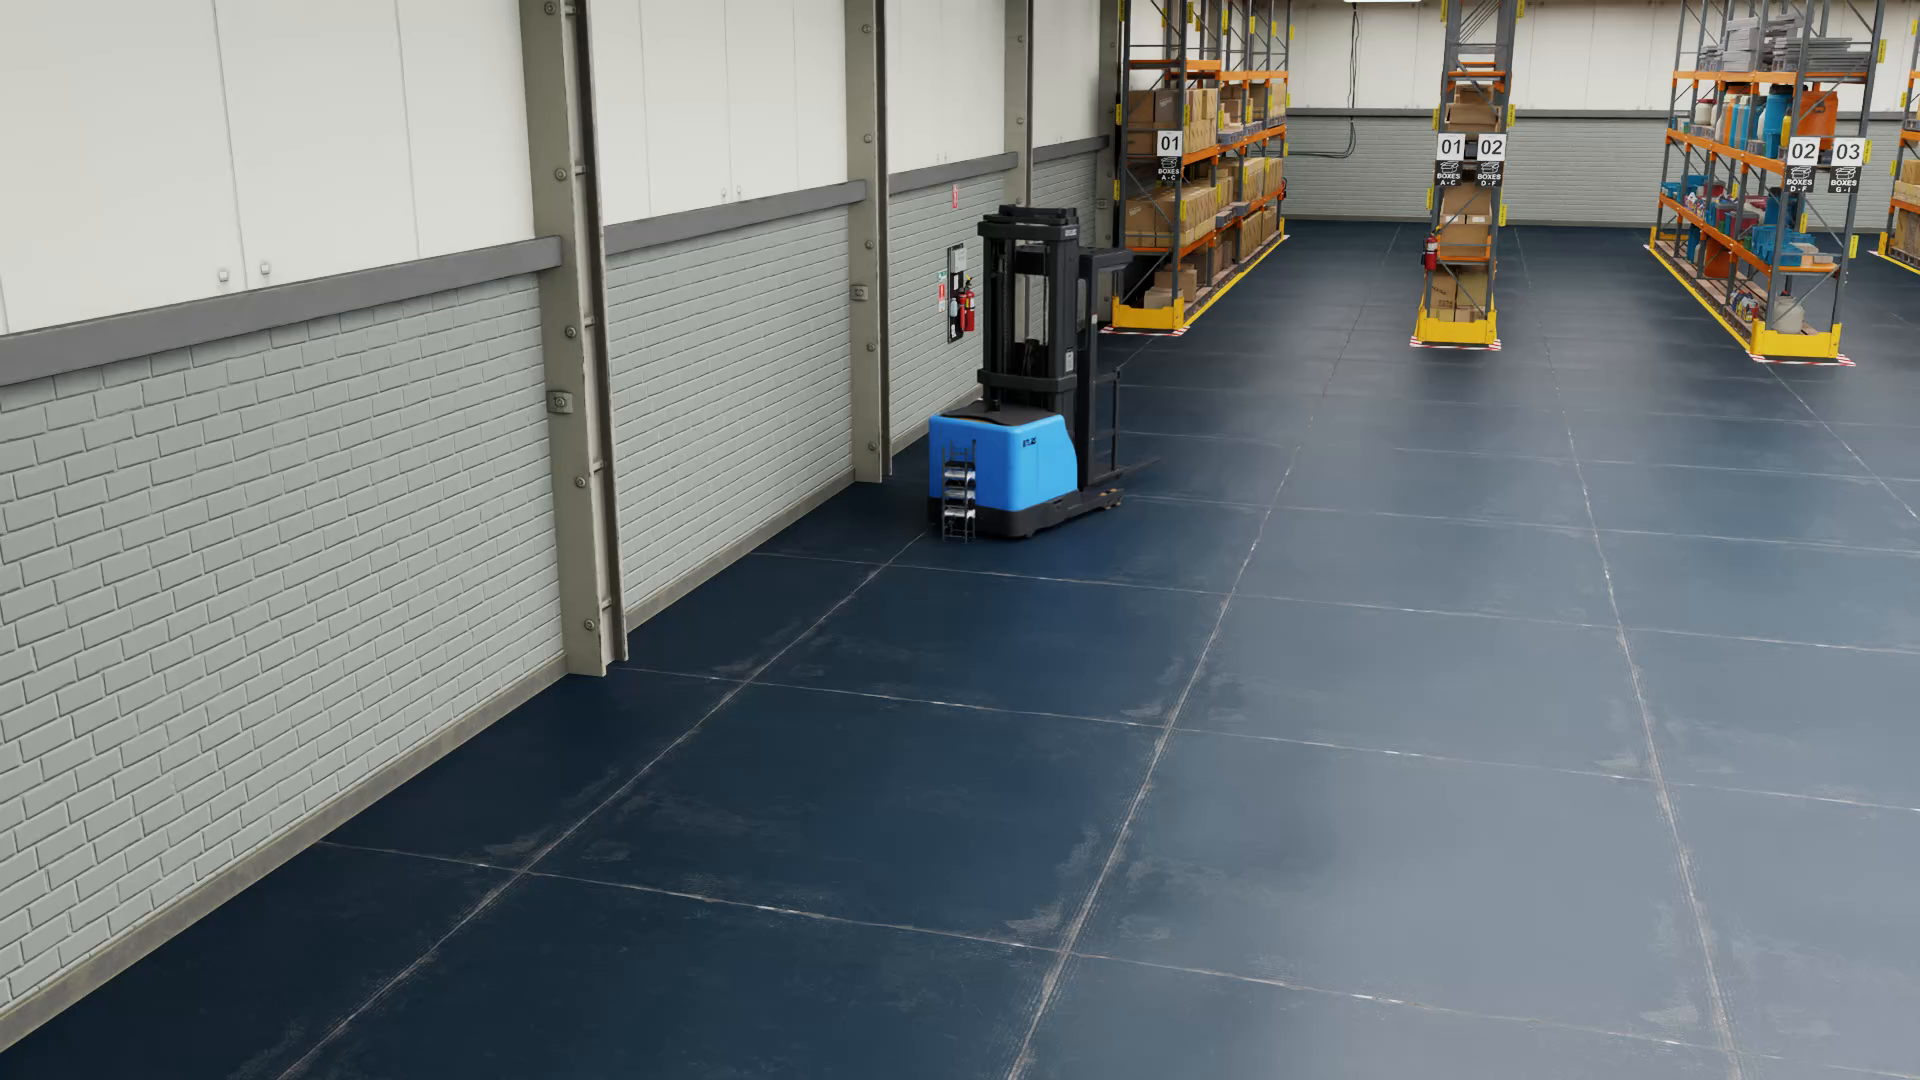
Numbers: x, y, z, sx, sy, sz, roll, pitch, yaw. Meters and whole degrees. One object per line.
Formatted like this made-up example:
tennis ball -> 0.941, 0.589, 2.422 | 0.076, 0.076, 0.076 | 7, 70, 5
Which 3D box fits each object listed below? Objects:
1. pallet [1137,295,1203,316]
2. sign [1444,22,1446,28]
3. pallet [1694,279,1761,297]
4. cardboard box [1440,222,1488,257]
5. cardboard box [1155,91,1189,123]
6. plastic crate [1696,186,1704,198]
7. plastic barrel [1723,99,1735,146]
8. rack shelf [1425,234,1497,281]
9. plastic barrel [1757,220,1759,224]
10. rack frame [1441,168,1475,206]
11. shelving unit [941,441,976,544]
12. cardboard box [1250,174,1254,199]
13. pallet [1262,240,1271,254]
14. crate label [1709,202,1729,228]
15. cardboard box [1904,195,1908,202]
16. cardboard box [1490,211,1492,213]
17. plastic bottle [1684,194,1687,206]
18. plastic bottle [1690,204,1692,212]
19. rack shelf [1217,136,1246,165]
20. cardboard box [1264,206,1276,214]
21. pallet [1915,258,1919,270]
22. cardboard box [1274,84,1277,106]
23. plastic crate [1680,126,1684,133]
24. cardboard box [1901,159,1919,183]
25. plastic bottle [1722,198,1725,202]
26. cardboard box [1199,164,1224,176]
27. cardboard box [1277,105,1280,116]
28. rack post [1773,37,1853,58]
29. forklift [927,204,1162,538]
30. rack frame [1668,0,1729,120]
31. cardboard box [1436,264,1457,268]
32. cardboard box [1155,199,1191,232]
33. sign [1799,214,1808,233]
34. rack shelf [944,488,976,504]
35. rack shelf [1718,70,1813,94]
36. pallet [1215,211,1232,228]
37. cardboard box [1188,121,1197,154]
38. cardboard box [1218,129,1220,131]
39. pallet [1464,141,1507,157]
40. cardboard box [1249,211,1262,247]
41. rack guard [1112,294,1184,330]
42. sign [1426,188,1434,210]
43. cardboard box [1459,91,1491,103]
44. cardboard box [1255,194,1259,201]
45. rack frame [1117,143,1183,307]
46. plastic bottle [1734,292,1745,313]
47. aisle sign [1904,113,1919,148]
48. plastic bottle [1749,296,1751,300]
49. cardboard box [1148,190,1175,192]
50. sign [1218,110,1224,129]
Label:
pallet -> 3.748, -4.200, 29.671 | 1.003, 0.211, 1.213 | 5, 16, 16
sign -> 8.477, -9.070, 28.878 | 0.100, 0.325, 0.005 | 5, 16, 16
pallet -> 14.628, -4.777, 31.706 | 1.003, 0.211, 1.213 | 5, 16, 16
cardboard box -> 8.009, -4.780, 26.422 | 0.700, 0.500, 0.500 | 5, 16, 16
cardboard box -> 3.456, -7.058, 27.086 | 0.500, 0.500, 0.500 | 3, 16, 12
plastic crate -> 16.633, -7.722, 37.085 | 0.437, 0.282, 0.530 | 5, 16, 16
plastic barrel -> 14.258, -7.599, 30.260 | 0.600, 0.830, 0.708 | 5, 16, 16
rack shelf -> 8.432, -4.788, 27.951 | 1.077, 0.370, 4.000 | 5, 16, 16
plastic barrel -> 14.272, -5.540, 29.538 | 0.301, 0.262, 0.301 | 0, 16, 0
rack frame -> 10.137, -6.704, 33.387 | 1.000, 3.000, 0.127 | 5, 16, 16
shelving unit -> -0.013, -0.432, 15.123 | 0.258, 0.900, 0.210 | 6, 17, 20
cardboard box -> 6.070, -7.661, 35.997 | 0.500, 0.500, 0.500 | 5, 16, 16
pallet -> 6.815, -6.985, 39.488 | 1.003, 0.211, 1.213 | 5, 16, 16
crate label -> 14.344, -6.097, 31.182 | 0.502, 0.435, 0.616 | 5, 16, 16
cardboard box -> 21.200, -7.570, 36.903 | 0.380, 0.149, 0.250 | 4, 16, 15
cardboard box -> 8.326, -5.191, 26.683 | 0.380, 0.149, 0.250 | 5, 16, 16
plastic bottle -> 15.509, -7.246, 35.514 | 0.061, 0.283, 0.133 | 5, 16, 16
plastic bottle -> 15.203, -6.907, 34.470 | 0.097, 0.201, 0.097 | 0, 16, 0
rack shelf -> 4.818, -7.661, 32.582 | 1.077, 0.370, 4.000 | 5, 16, 16
cardboard box -> 7.623, -8.186, 41.235 | 0.380, 0.149, 0.250 | 5, 17, 17
pallet -> 21.062, -5.832, 35.426 | 1.003, 0.211, 1.213 | 5, 16, 16
cardboard box -> 7.135, -10.415, 38.922 | 0.500, 0.500, 0.500 | 4, 16, 15
plastic crate -> 16.019, -9.044, 36.623 | 0.293, 0.136, 0.466 | 5, 16, 16
cardboard box -> 21.370, -8.224, 37.102 | 0.500, 0.500, 0.500 | 4, 16, 15
plastic bottle -> 15.848, -6.952, 34.500 | 0.097, 0.271, 0.097 | 0, 16, 0
cardboard box -> 5.267, -7.787, 35.068 | 0.500, 0.250, 0.500 | 5, 17, 17
cardboard box -> 7.417, -10.316, 39.948 | 0.500, 0.250, 0.500 | 4, 16, 14
rack post -> 13.132, -7.585, 25.638 | 0.937, 0.300, 0.954 | 4, 16, 15
forklift -> 0.964, -1.775, 16.135 | 1.130, 2.935, 3.031 | 11, 19, 34
rack frame -> 17.159, -11.298, 38.590 | 1.000, 3.000, 0.127 | 5, 16, 16
cardboard box -> 8.144, -4.407, 28.187 | 0.500, 0.500, 0.500 | 5, 16, 16
cardboard box -> 3.537, -5.394, 27.633 | 0.500, 0.500, 0.500 | 5, 16, 16
sign -> 14.273, -5.360, 28.142 | 0.100, 0.325, 0.005 | 5, 16, 16
rack shelf -> -0.013, -0.400, 15.132 | 0.258, 0.077, 0.200 | 6, 17, 20
rack shelf -> 14.317, -8.143, 29.519 | 1.077, 0.370, 4.000 | 5, 16, 16
pallet -> 4.607, -6.137, 31.740 | 1.003, 0.211, 1.213 | 5, 16, 16
cardboard box -> 3.635, -6.700, 27.659 | 0.500, 0.500, 0.500 | 6, 17, 20
cardboard box -> 4.657, -7.940, 31.645 | 0.500, 0.311, 0.500 | 5, 17, 18
pallet -> 8.090, -6.194, 26.256 | 1.003, 0.211, 1.213 | 5, 16, 16
cardboard box -> 6.463, -7.121, 38.029 | 0.750, 0.750, 0.750 | 5, 17, 17
rack guard -> 3.135, -3.811, 27.770 | 1.175, 0.500, 0.348 | 5, 16, 16
sign -> 7.348, -5.327, 25.979 | 0.100, 0.325, 0.005 | 5, 16, 16
cardboard box -> 9.353, -7.900, 30.239 | 0.500, 0.500, 0.500 | 6, 17, 21
cardboard box -> 6.514, -7.706, 37.345 | 0.380, 0.149, 0.250 | 5, 16, 16
rack frame -> 3.113, -4.994, 27.359 | 1.000, 3.000, 0.127 | 5, 16, 16
plastic bottle -> 13.068, -3.981, 27.836 | 0.144, 0.351, 0.185 | 4, 16, 14
aisle sign -> 21.640, -9.320, 37.848 | 0.394, 0.787, 0.004 | 5, 16, 16
plastic bottle -> 13.196, -3.945, 27.855 | 0.097, 0.271, 0.097 | 0, 16, 0
cardboard box -> 3.619, -5.967, 29.653 | 0.500, 0.500, 0.500 | 5, 17, 17
sign -> 4.772, -7.692, 30.428 | 0.100, 0.325, 0.005 | 5, 16, 16
